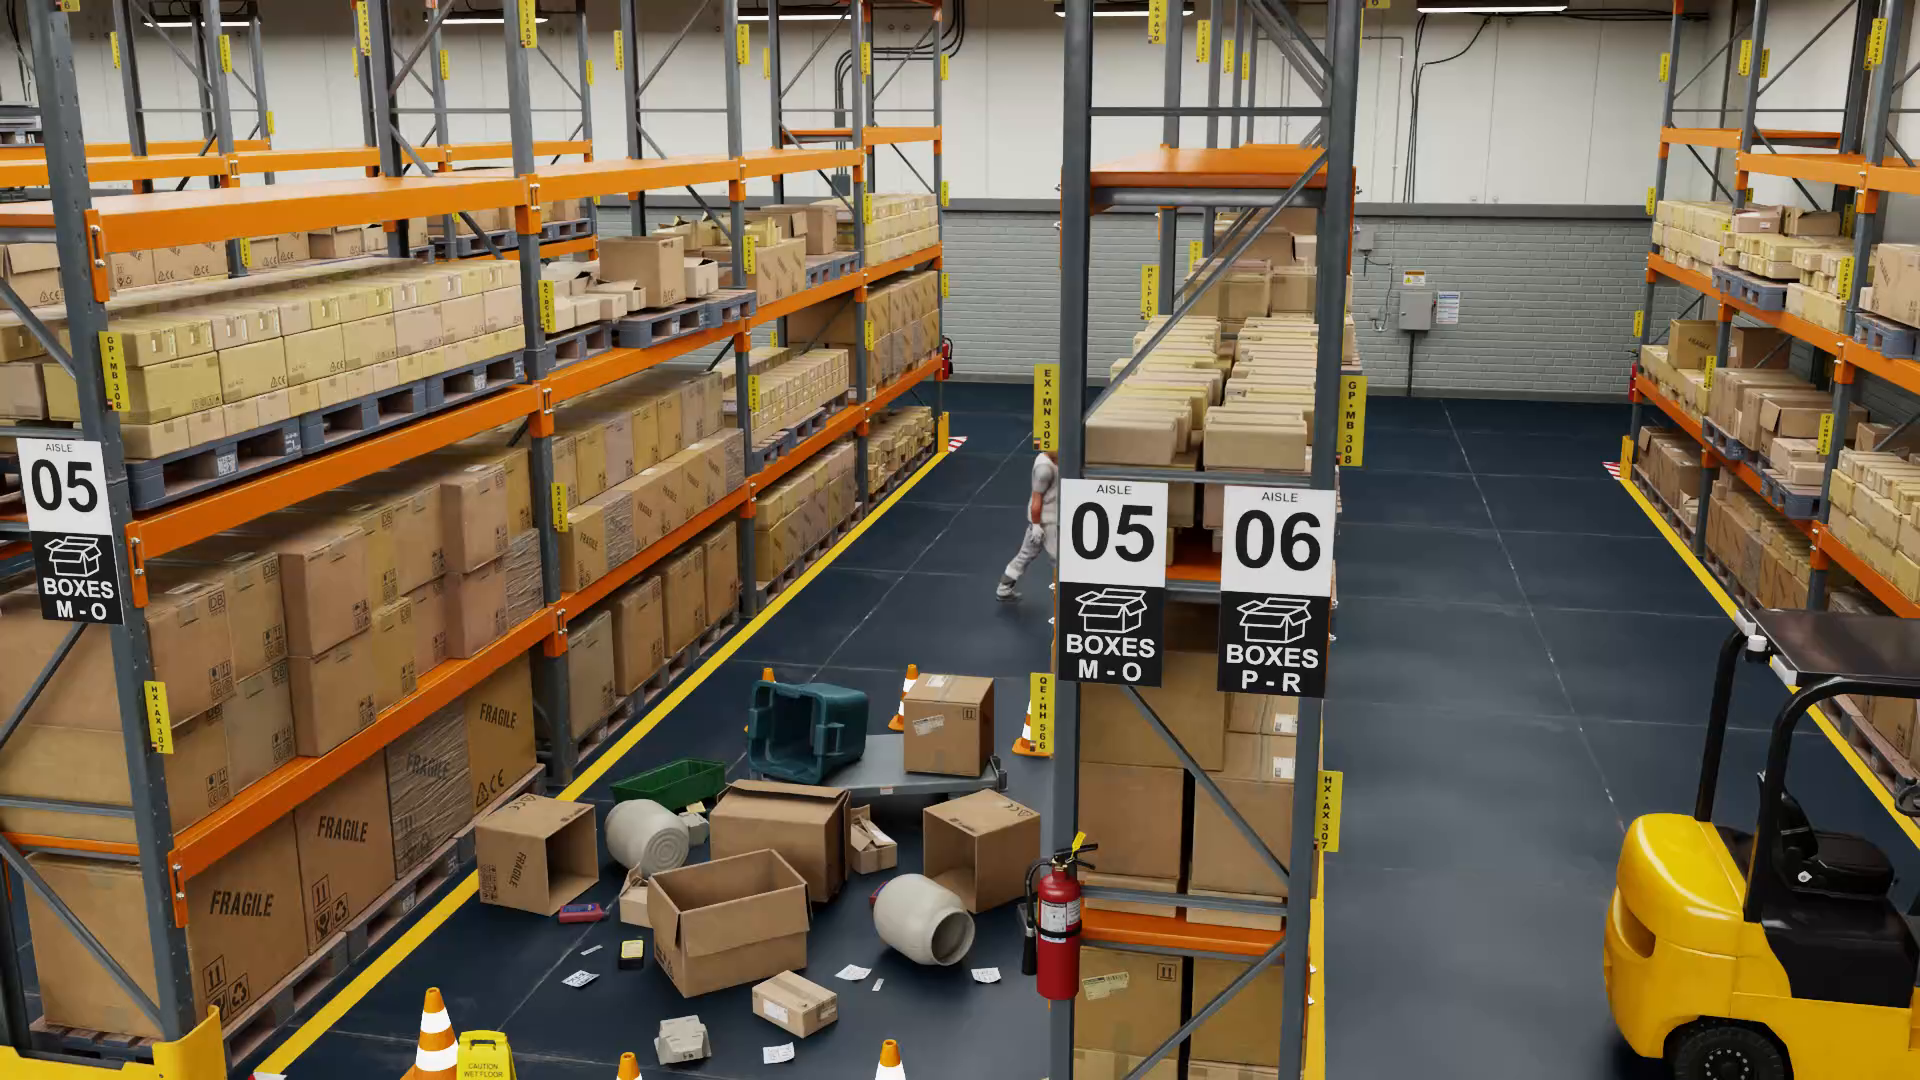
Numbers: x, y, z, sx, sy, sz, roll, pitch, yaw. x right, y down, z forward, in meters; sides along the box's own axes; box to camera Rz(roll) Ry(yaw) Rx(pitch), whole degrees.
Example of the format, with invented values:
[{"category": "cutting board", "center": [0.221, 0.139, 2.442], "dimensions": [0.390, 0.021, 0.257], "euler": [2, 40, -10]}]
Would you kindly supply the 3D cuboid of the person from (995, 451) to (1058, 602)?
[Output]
[{"category": "person", "center": [0.800, -0.178, 15.190], "dimensions": [0.955, 1.755, 0.639], "euler": [0, 15, 1]}]
